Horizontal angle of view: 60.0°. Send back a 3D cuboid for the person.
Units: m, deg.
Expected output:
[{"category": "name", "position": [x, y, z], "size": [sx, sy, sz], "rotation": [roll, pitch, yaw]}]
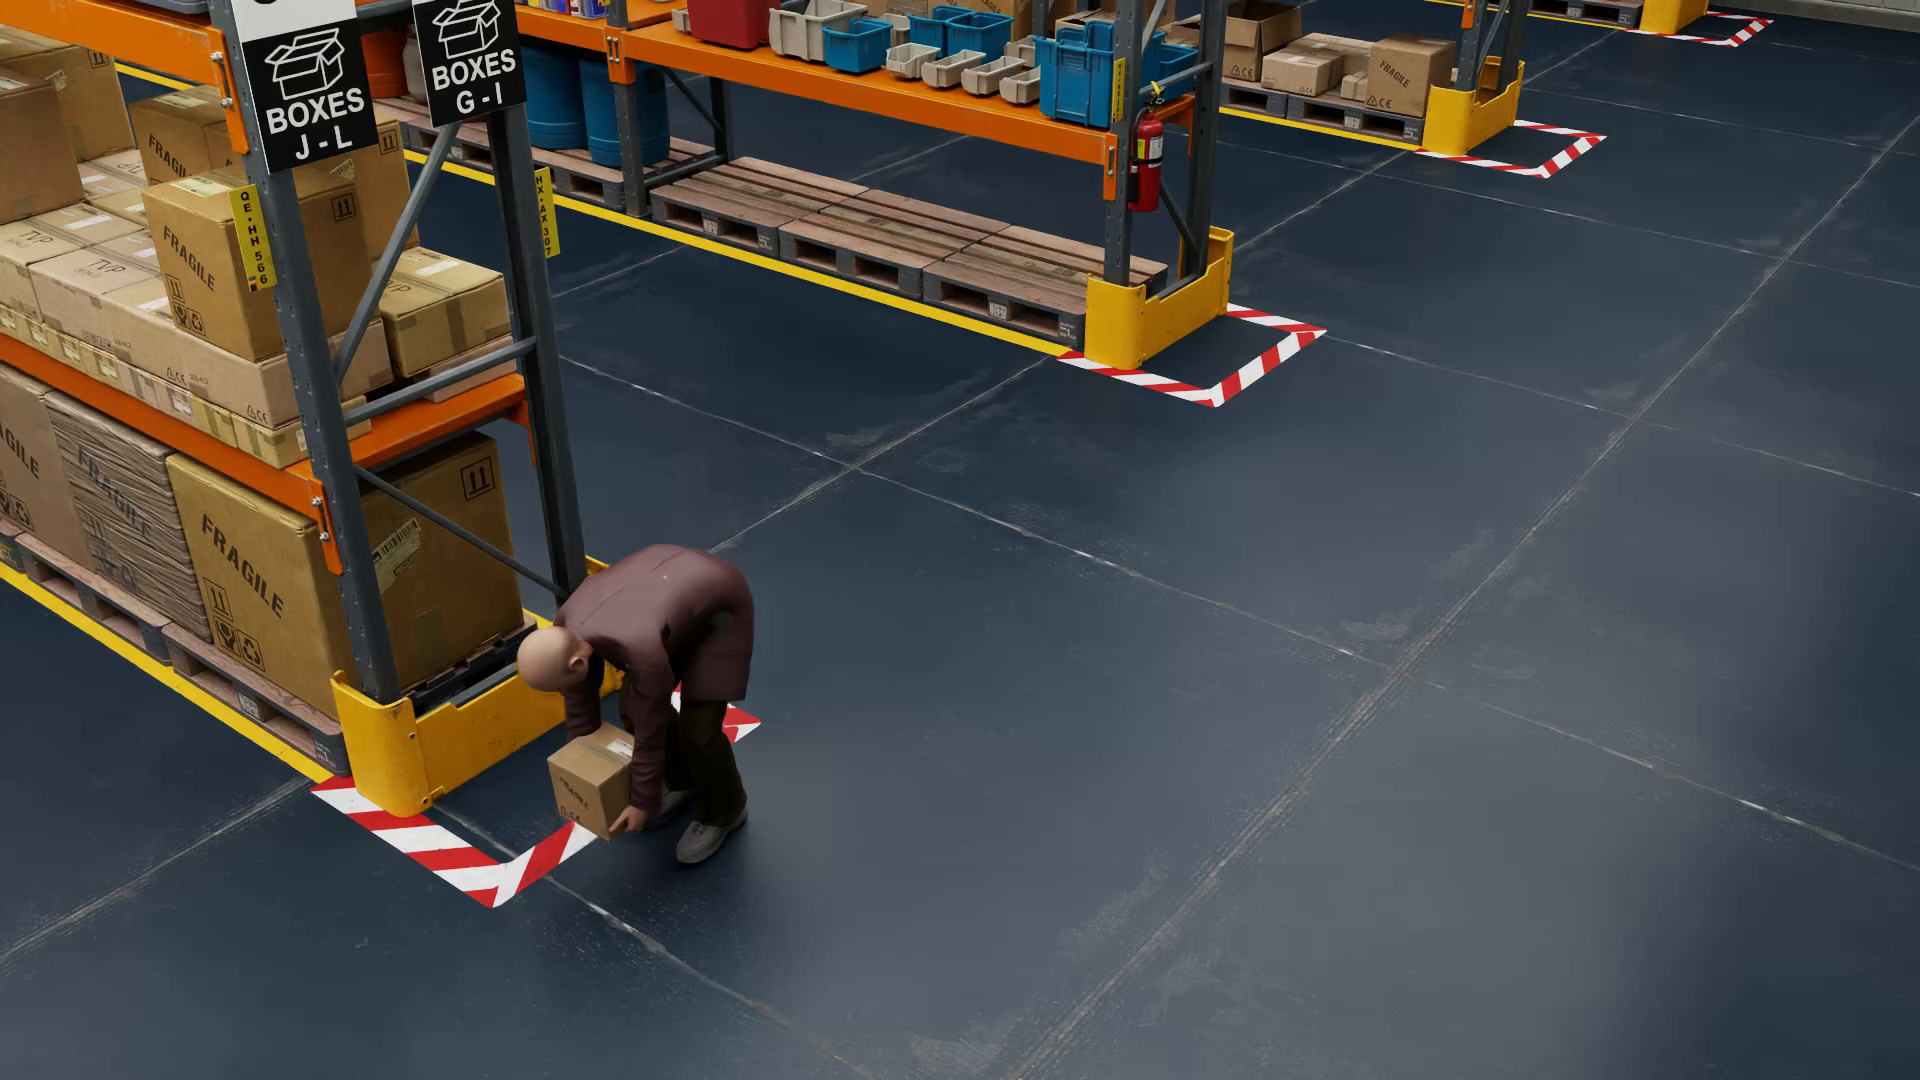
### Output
[{"category": "person", "position": [-1.085, 0.622, 5.703], "size": [0.558, 1.157, 0.945], "rotation": [20, 36, 30]}]
